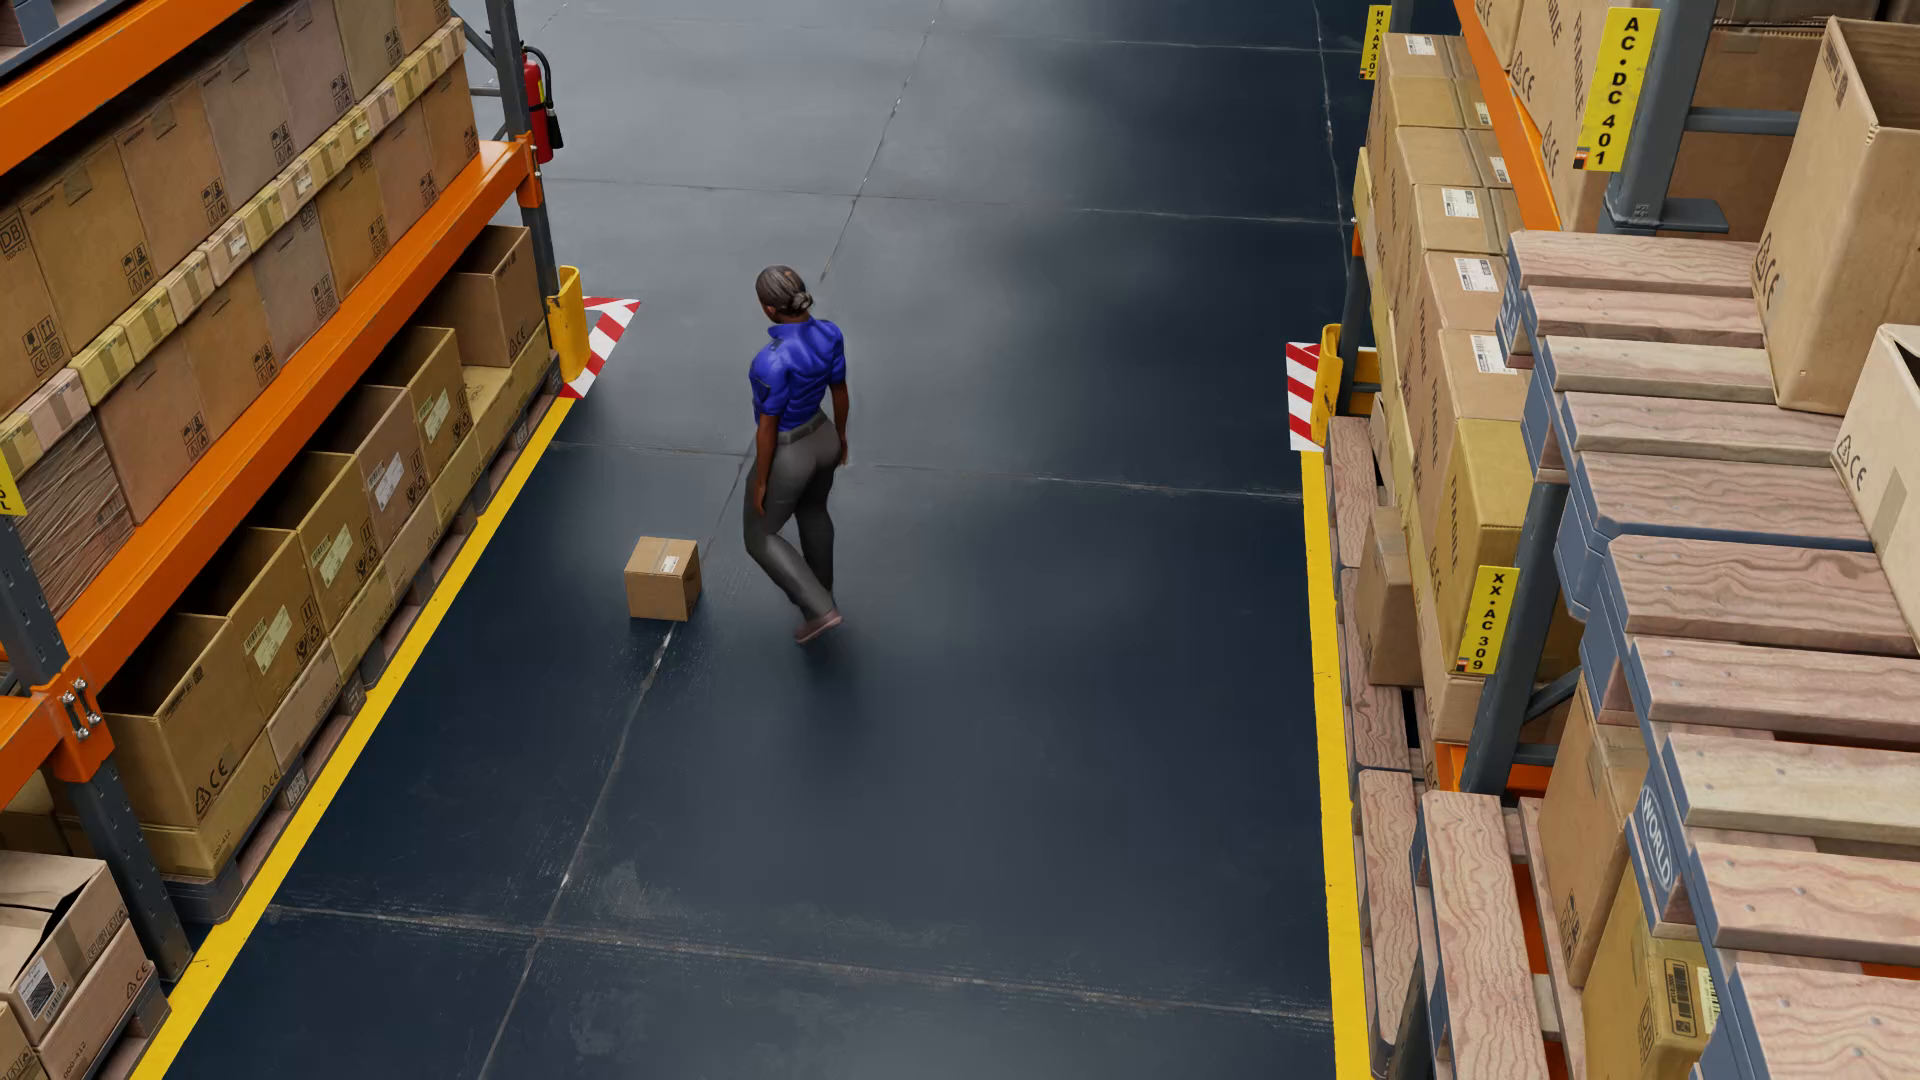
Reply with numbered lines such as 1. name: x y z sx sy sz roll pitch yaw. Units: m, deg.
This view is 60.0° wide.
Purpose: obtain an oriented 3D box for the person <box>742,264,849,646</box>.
1. person: -0.639 -0.332 6.588 0.587 1.650 0.529 22 42 27
